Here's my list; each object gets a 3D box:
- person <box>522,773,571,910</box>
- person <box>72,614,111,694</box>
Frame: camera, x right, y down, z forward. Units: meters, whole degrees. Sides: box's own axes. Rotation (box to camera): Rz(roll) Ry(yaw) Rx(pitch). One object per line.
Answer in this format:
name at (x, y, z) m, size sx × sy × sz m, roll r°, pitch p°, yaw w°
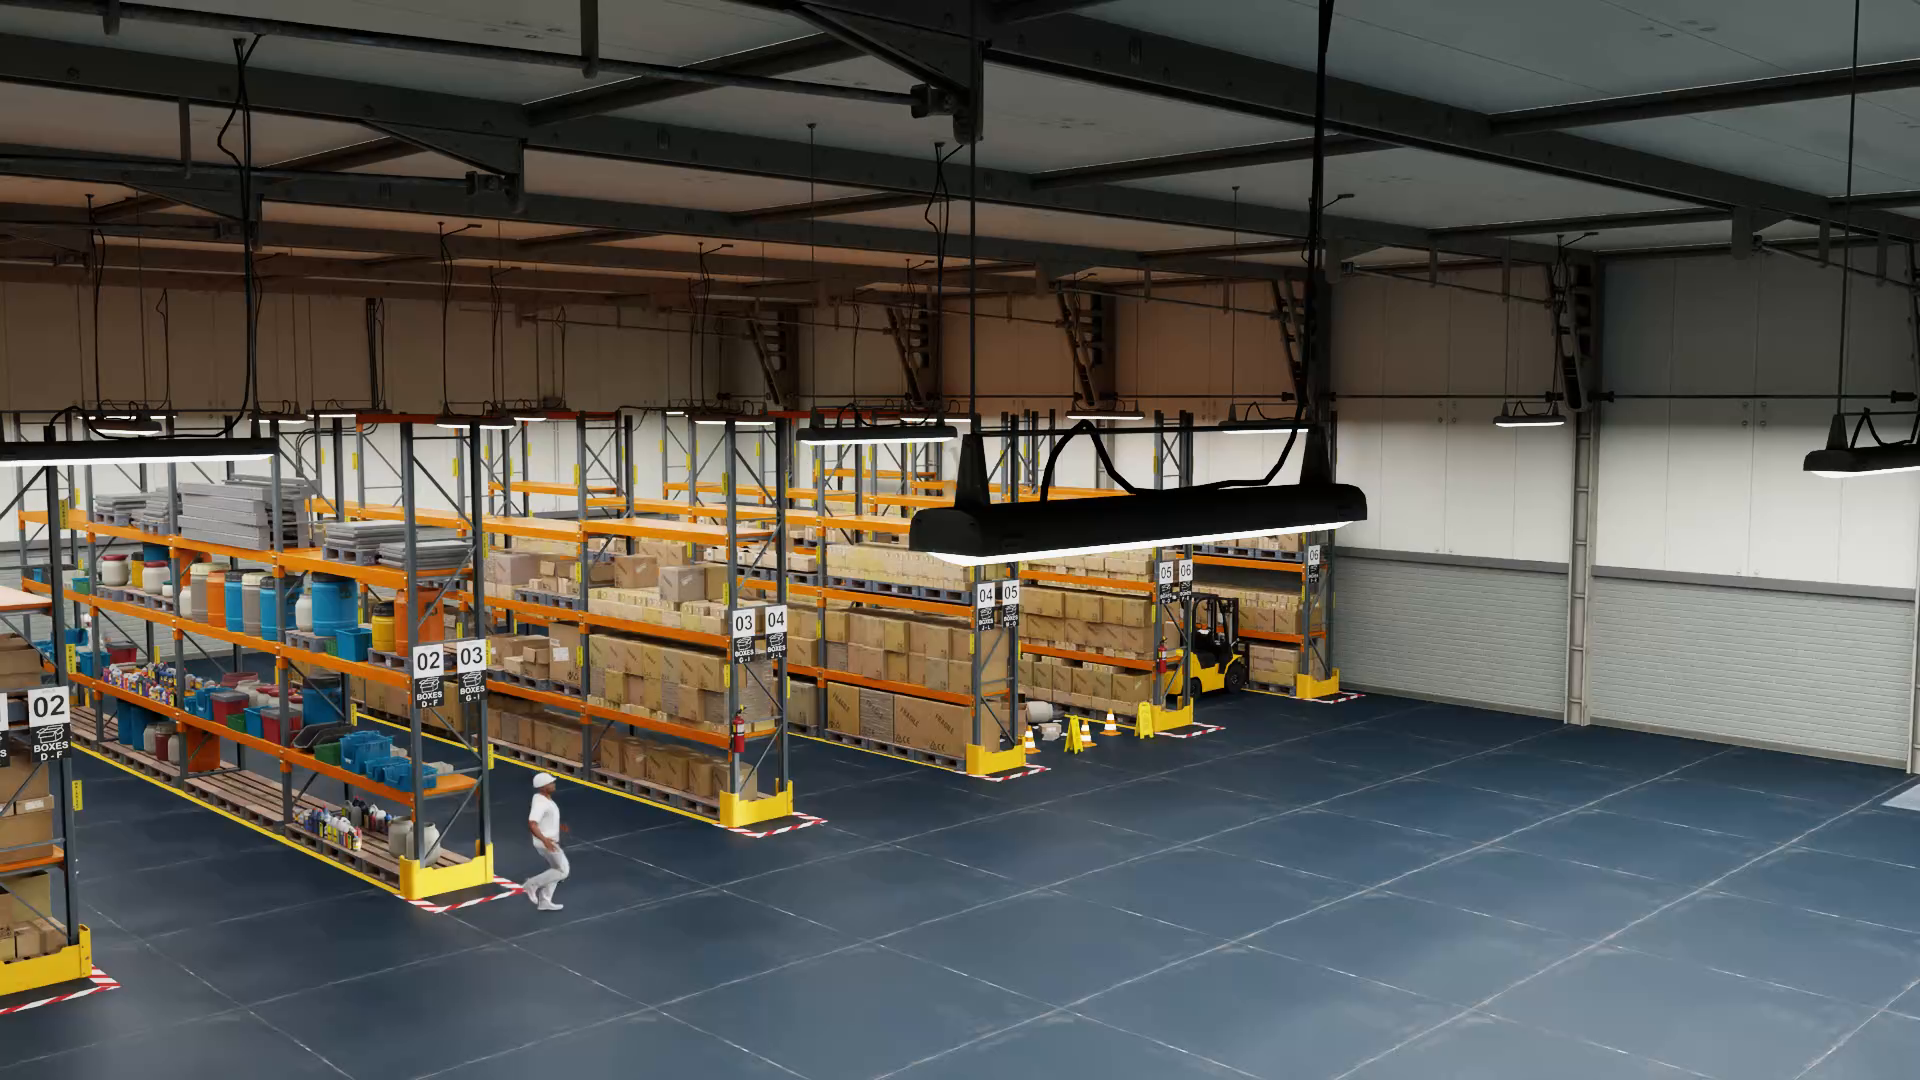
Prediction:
person at (-5.078, 3.706, 20.421) m, size 0.582 × 1.720 × 0.702 m, roll -1°, pitch 5°, yaw -14°
person at (-18.139, 2.414, 34.890) m, size 0.963 × 1.770 × 0.664 m, roll -3°, pitch 6°, yaw -30°
